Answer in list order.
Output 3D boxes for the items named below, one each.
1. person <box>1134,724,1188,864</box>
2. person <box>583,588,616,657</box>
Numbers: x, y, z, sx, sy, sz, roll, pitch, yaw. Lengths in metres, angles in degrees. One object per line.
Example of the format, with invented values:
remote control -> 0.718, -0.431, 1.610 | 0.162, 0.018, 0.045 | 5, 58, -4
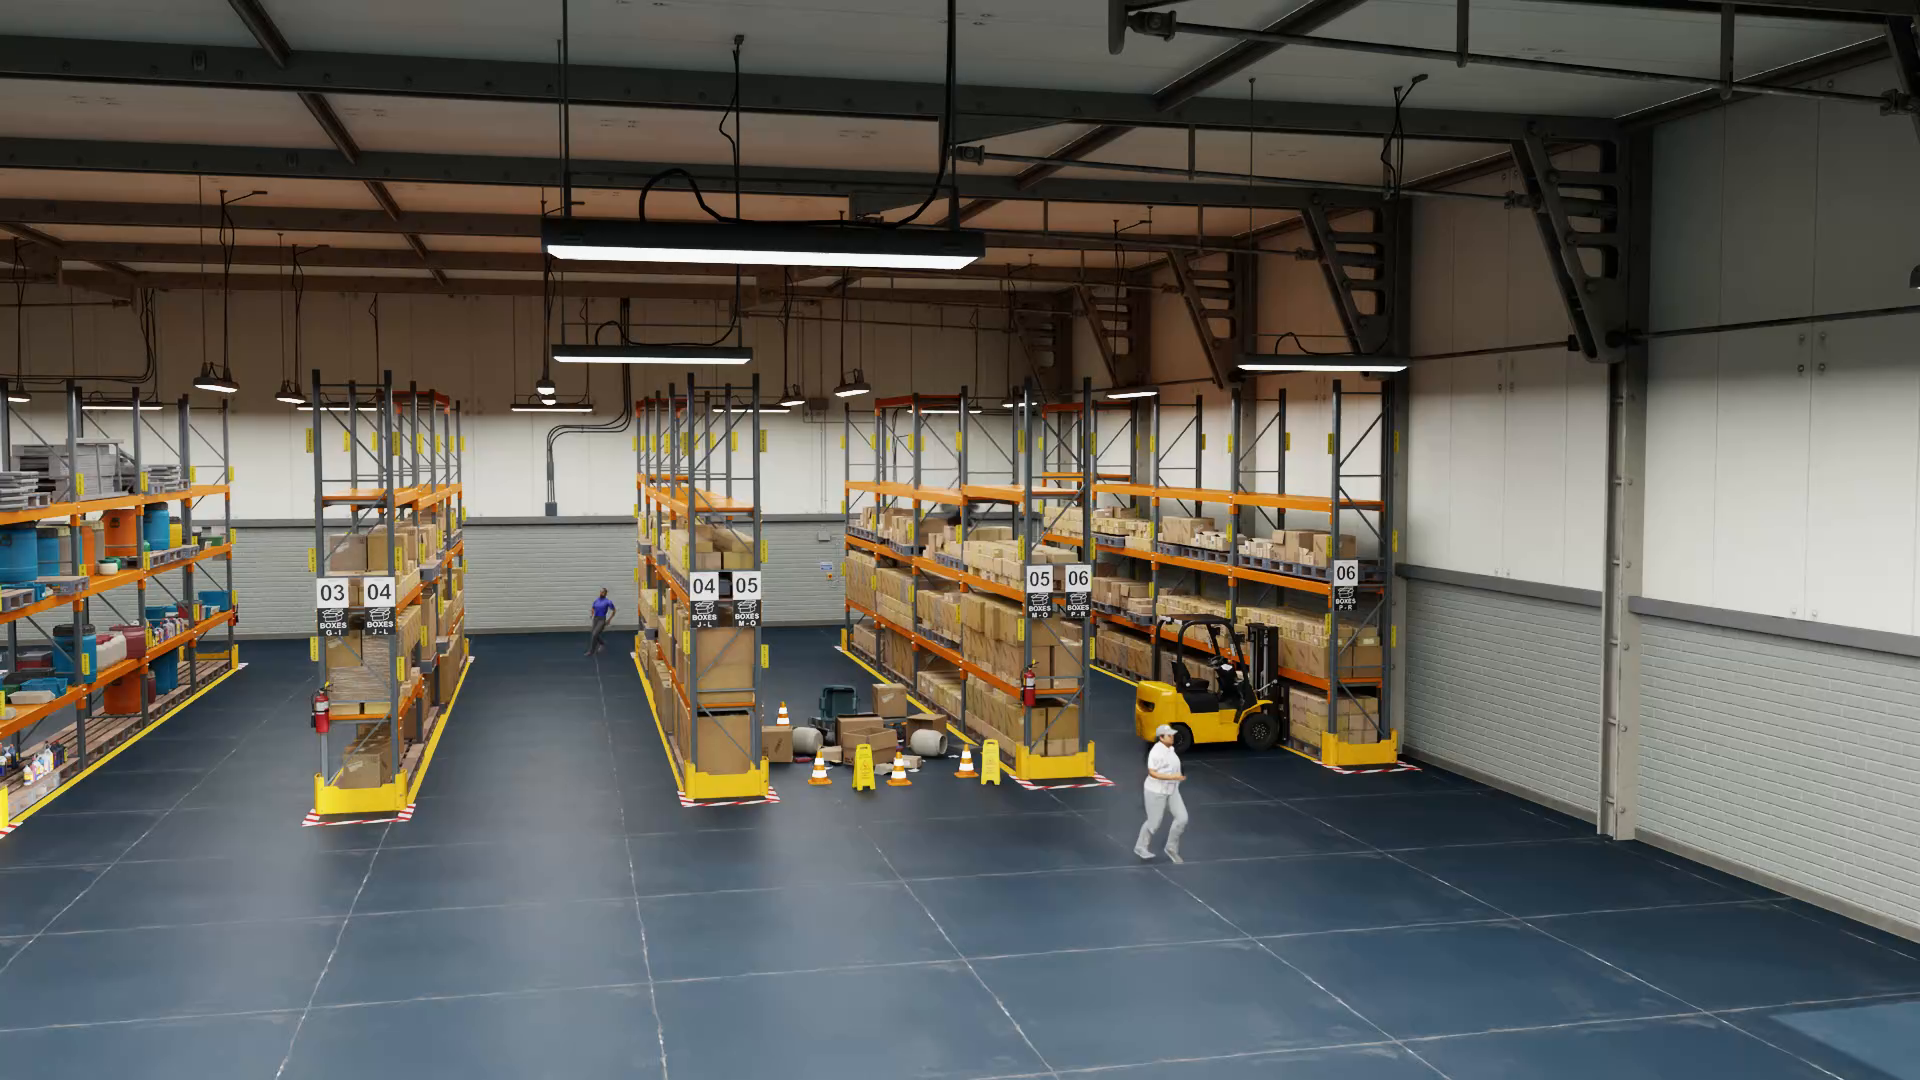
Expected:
person -> 2.410, 3.045, 19.822 | 0.730, 1.716, 0.590 | 3, 4, 40
person -> -8.461, 1.932, 39.223 | 0.639, 1.607, 0.841 | 2, 4, 26
